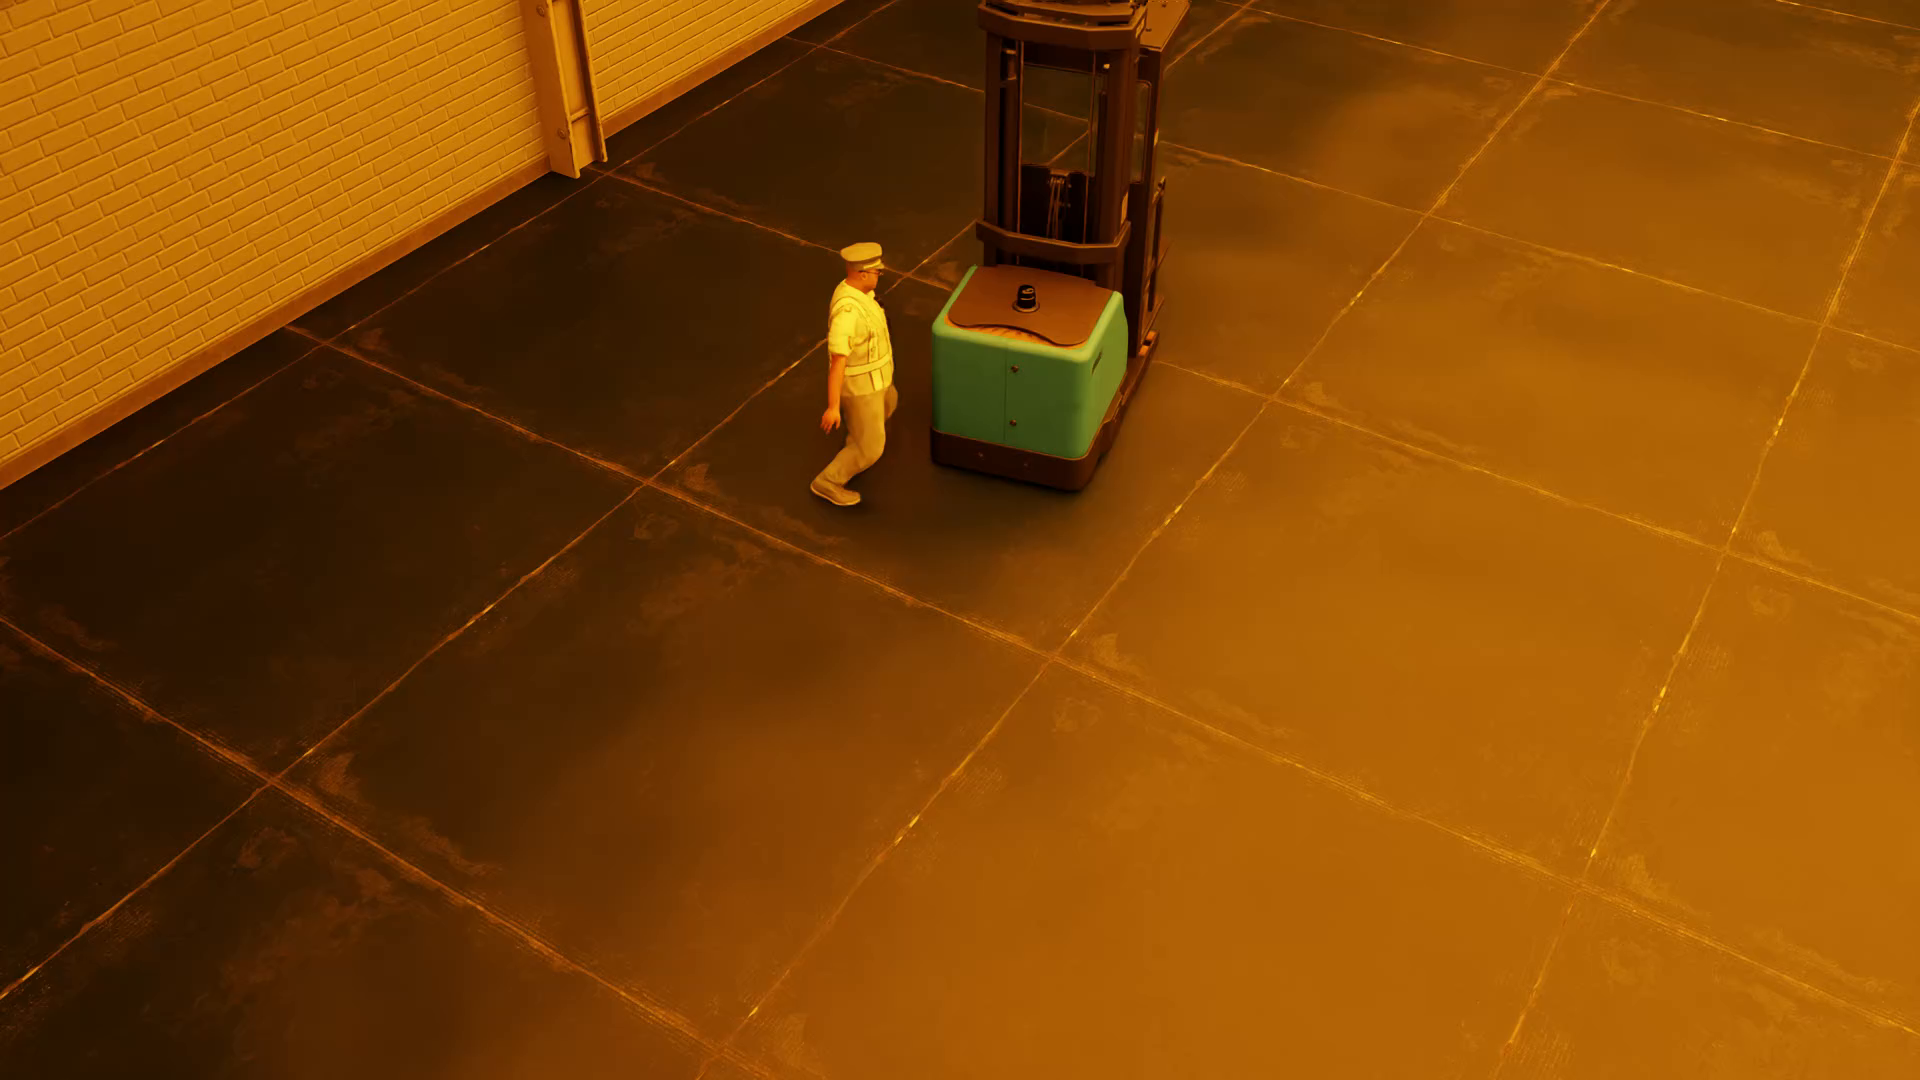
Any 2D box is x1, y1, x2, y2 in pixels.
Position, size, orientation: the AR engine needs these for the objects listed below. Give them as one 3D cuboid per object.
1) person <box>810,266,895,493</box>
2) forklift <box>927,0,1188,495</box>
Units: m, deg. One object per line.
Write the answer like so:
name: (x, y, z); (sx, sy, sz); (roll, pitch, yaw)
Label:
person: (-42231.405, -17314.835, 20441.221); (93412.265, 2.668, 35732.814); (7, 41, 9)
forklift: (0.759, -2.364, 10.757); (1.130, 2.935, 3.031); (13, 42, 15)
